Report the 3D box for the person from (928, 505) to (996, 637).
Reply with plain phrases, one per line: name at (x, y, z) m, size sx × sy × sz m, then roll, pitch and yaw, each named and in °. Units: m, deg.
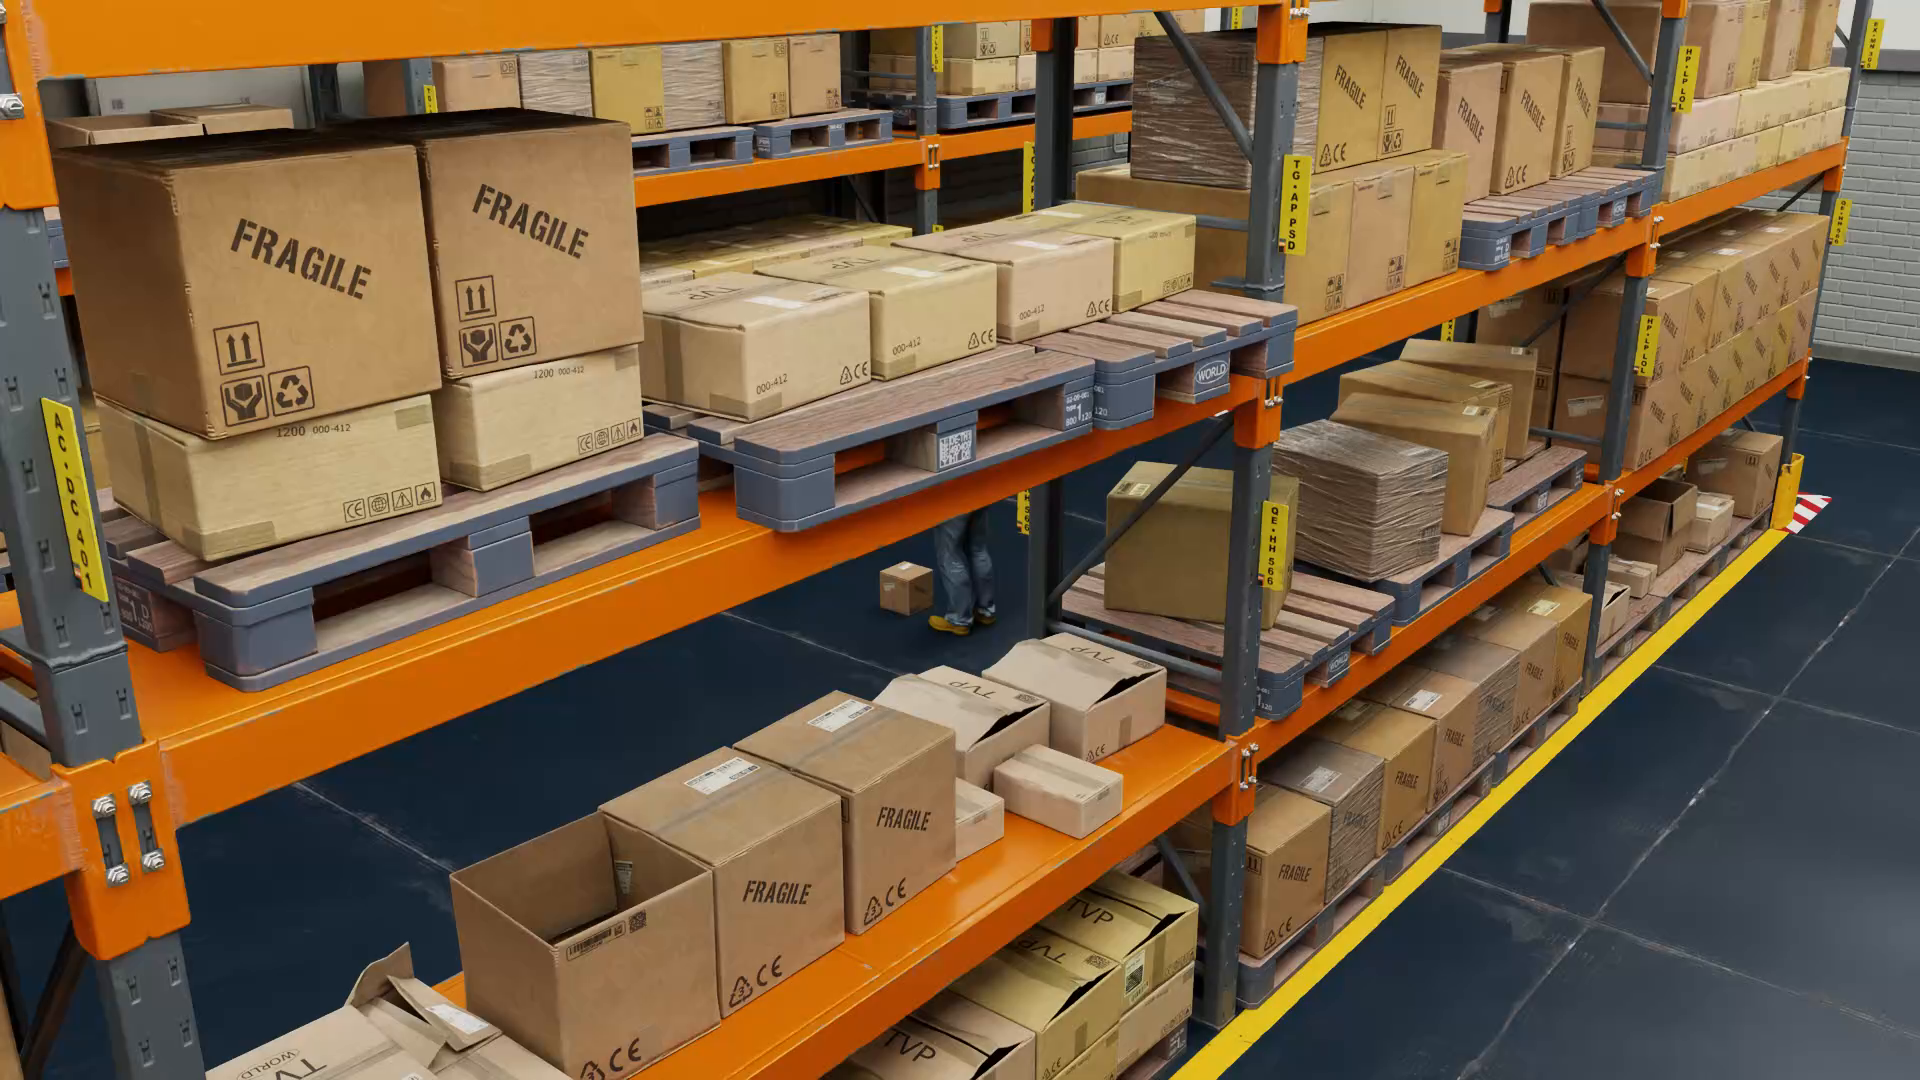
person at (0.018, -0.280, 10.309) m, size 0.360 × 1.762 × 0.565 m, roll 16°, pitch 26°, yaw 38°
